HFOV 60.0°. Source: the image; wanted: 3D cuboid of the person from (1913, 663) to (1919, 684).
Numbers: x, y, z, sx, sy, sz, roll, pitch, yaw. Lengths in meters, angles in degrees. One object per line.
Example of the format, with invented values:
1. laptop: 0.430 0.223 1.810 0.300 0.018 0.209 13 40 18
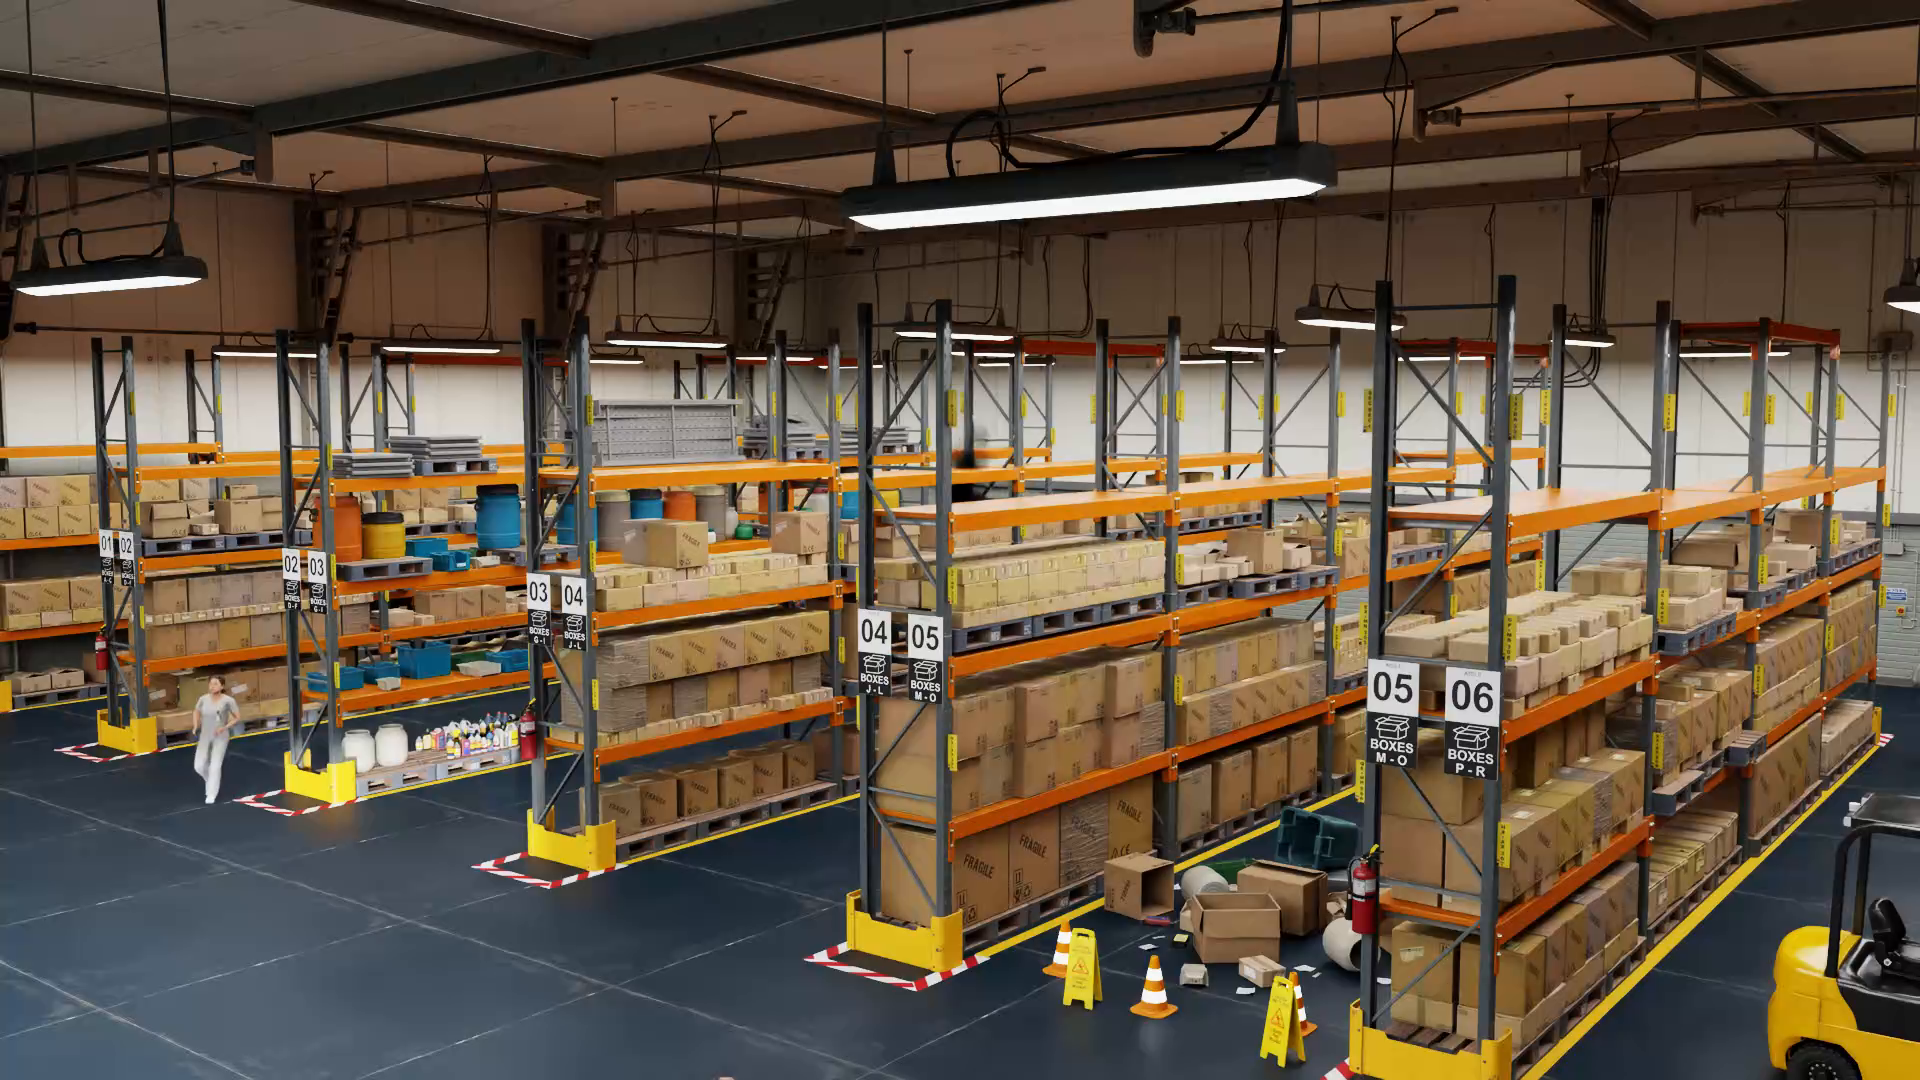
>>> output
1. person: 13.982 2.307 23.866 0.536 1.606 0.603 2 5 24

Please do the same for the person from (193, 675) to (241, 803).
1. person: -9.464 2.518 21.166 0.595 1.623 0.533 0 5 -4
